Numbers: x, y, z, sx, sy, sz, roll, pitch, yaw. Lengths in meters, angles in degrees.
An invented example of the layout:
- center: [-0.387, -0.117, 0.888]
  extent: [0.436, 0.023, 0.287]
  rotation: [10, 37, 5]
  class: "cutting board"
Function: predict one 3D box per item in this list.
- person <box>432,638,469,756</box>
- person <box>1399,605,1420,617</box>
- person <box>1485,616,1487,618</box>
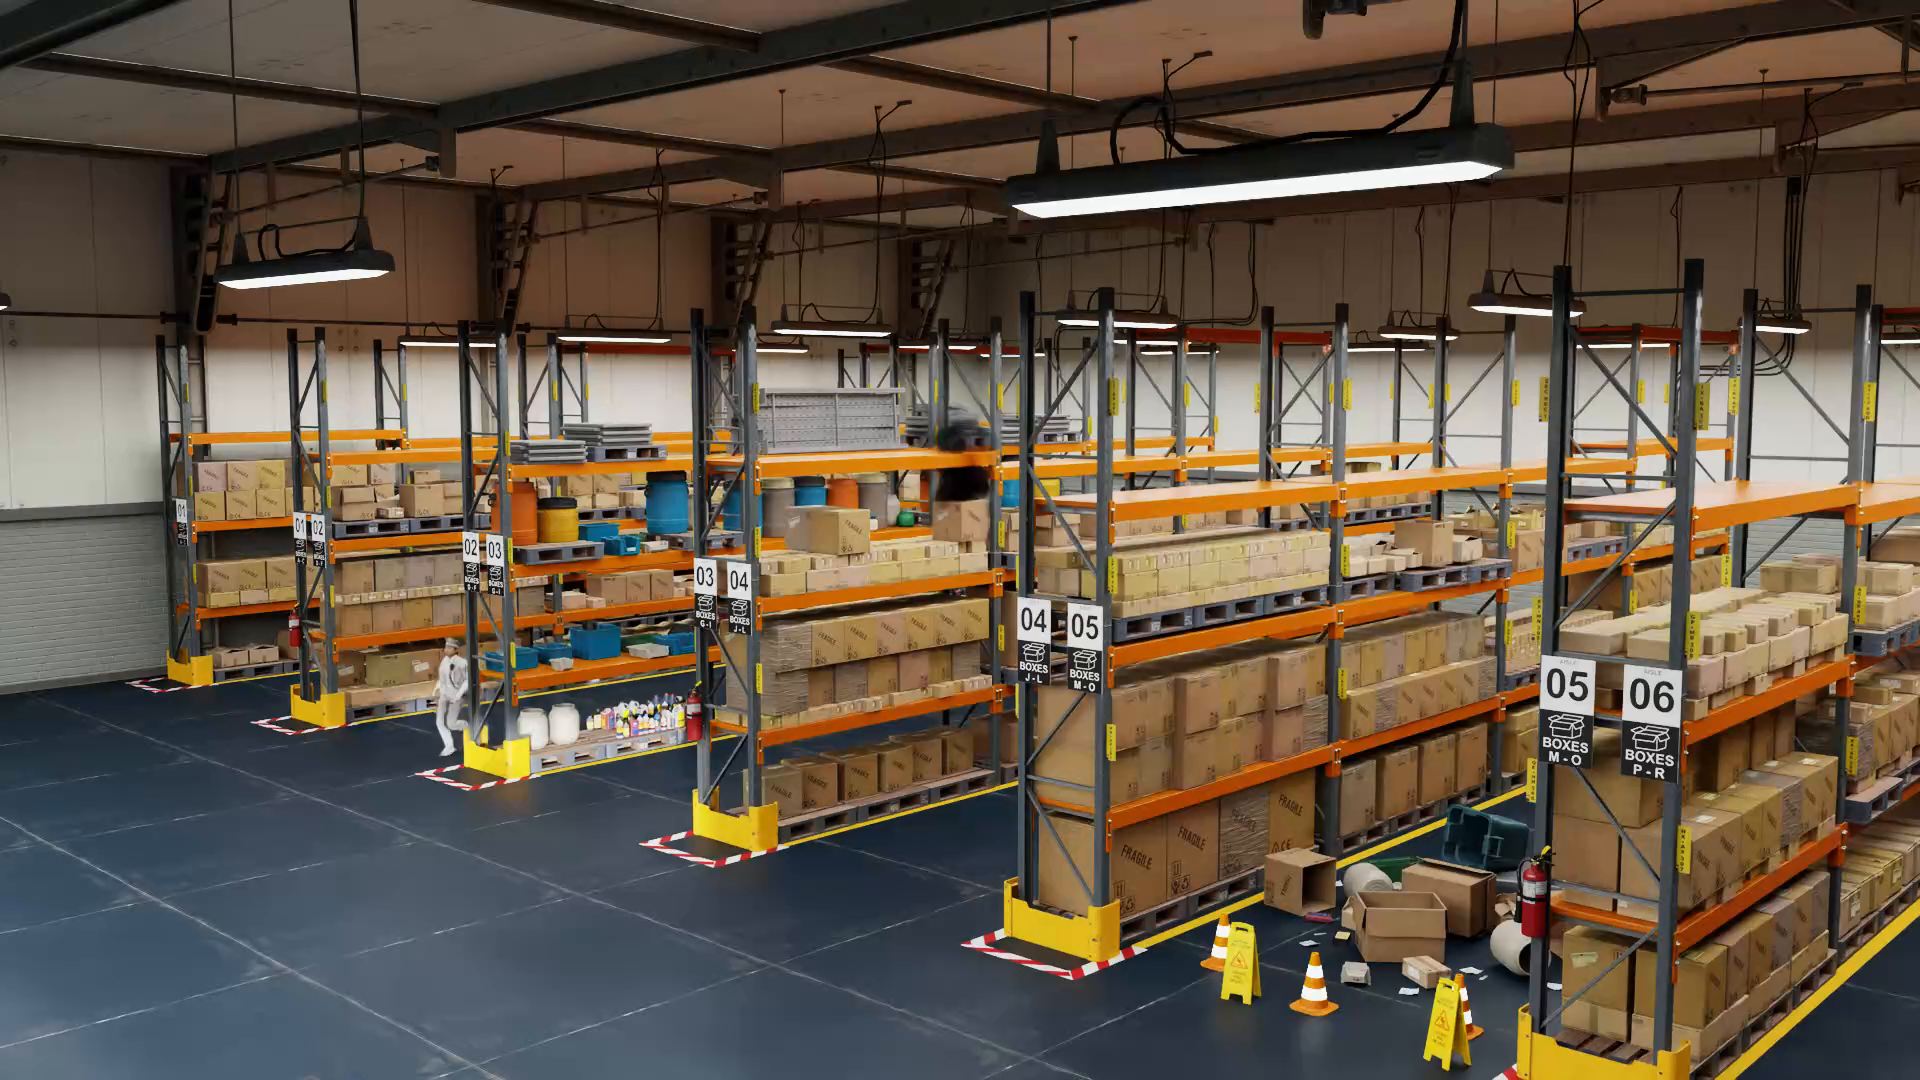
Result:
- center: [-7.056, 2.176, 23.295]
  extent: [0.650, 1.671, 0.615]
  rotation: [3, 6, 30]
  class: "person"
- center: [7.277, 1.817, 26.775]
  extent: [0.629, 1.759, 0.699]
  rotation: [4, 7, 38]
  class: "person"
- center: [8.023, 1.964, 25.561]
  extent: [0.570, 1.627, 0.570]
  rotation: [5, 7, 42]
  class: "person"
